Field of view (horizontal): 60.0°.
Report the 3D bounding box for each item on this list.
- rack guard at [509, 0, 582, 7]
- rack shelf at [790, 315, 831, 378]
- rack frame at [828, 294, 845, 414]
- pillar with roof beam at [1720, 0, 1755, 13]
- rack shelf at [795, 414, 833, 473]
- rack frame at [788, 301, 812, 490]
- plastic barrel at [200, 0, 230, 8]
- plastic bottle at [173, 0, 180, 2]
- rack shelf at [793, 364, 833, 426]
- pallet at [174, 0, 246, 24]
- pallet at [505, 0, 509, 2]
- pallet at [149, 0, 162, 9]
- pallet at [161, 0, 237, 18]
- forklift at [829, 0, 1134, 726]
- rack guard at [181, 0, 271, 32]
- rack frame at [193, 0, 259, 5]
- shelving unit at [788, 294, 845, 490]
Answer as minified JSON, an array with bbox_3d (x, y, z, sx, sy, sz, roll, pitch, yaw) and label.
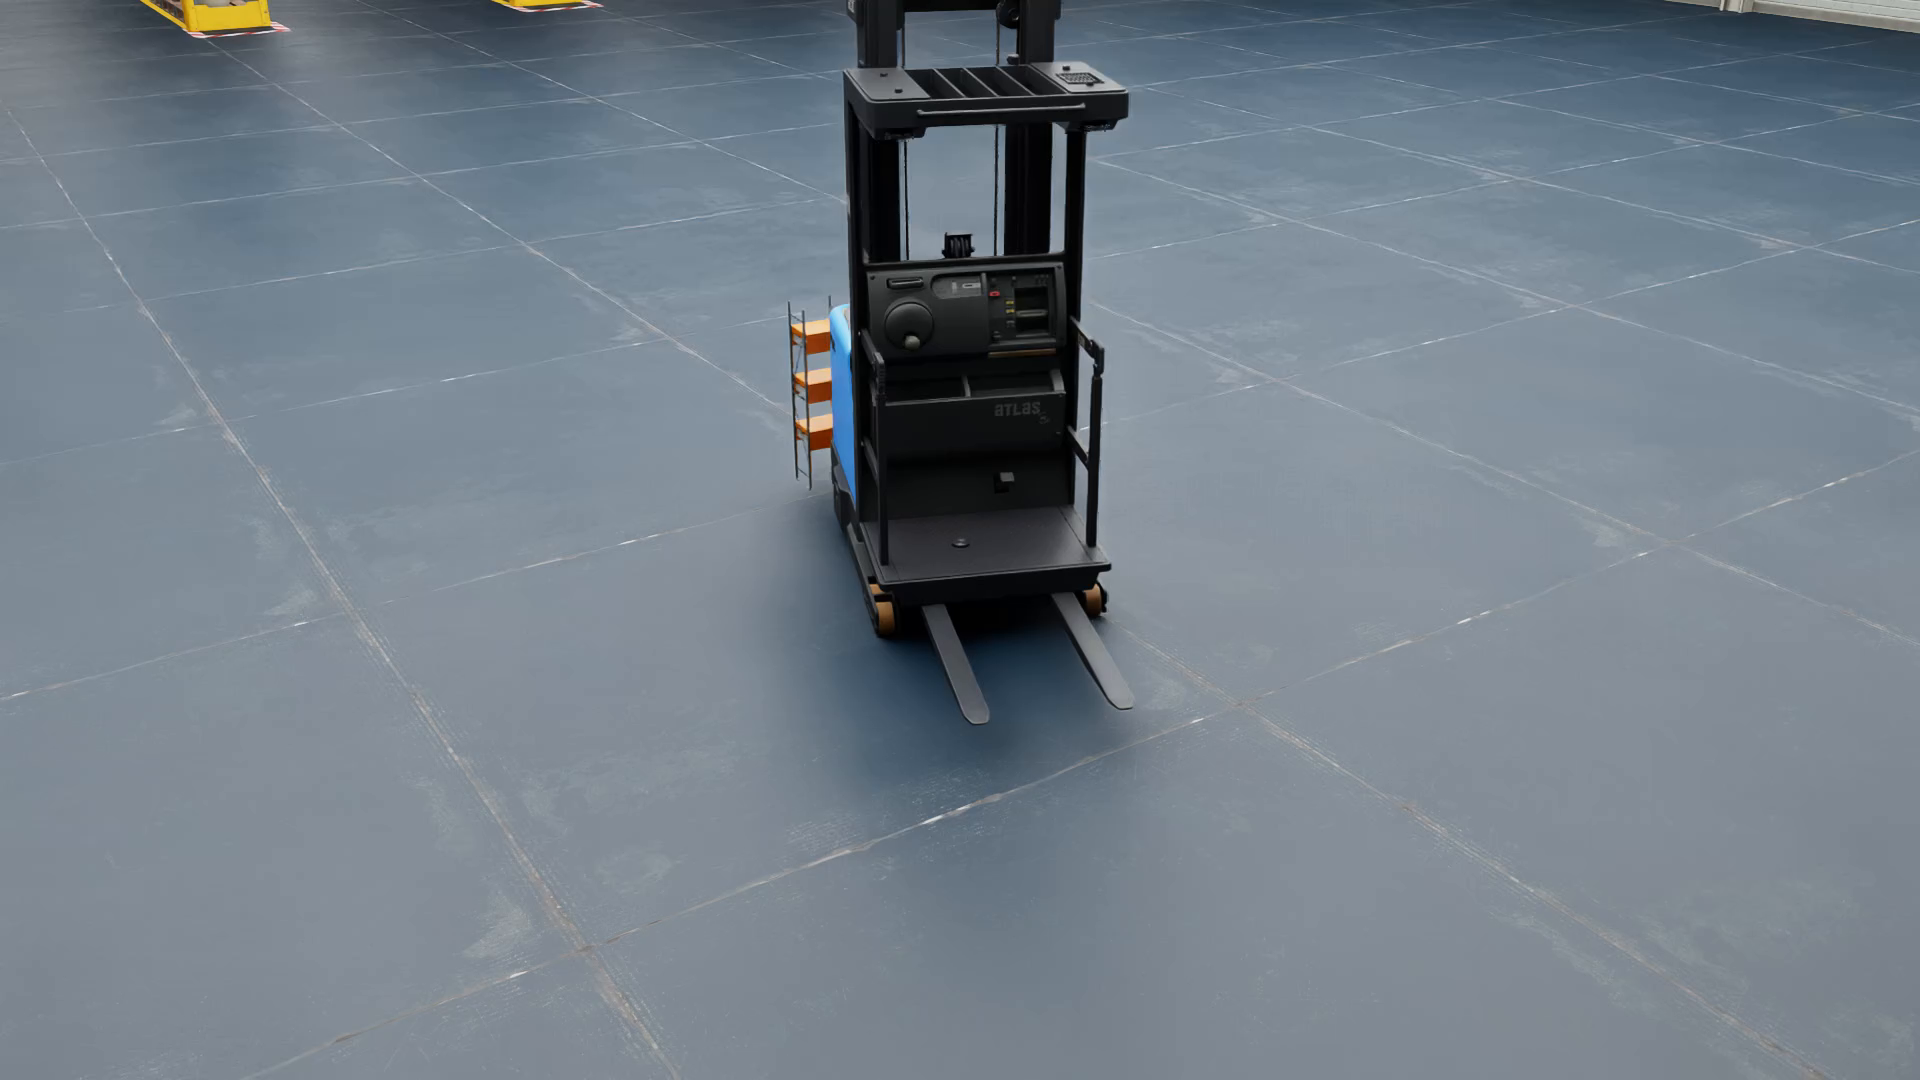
[{"bbox_3d":[-6.895,-9.164,27.577,1.175,0.500,0.348,-16,29,-30],"label":"rack guard"},{"bbox_3d":[-0.780,-1.064,9.133,0.240,0.259,0.215,-14,29,-27],"label":"rack shelf"},{"bbox_3d":[-0.674,-0.842,9.305,0.008,1.050,0.200,-14,29,-27],"label":"rack frame"},{"bbox_3d":[8.925,-11.612,22.806,9.100,9.000,0.400,-16,29,-30],"label":"pillar with roof beam"},{"bbox_3d":[-0.780,-0.556,9.373,0.240,0.259,0.215,-14,29,-27],"label":"rack shelf"},{"bbox_3d":[-0.885,-0.791,9.195,0.008,1.050,0.200,-14,29,-27],"label":"rack frame"},{"bbox_3d":[-11.427,-8.396,25.443,0.421,0.512,0.421,0,25,0],"label":"plastic barrel"},{"bbox_3d":[-12.373,-8.601,26.219,0.097,0.201,0.097,0,25,0],"label":"plastic bottle"},{"bbox_3d":[-0.780,-0.807,9.254,0.240,0.259,0.215,-14,29,-27],"label":"rack shelf"},{"bbox_3d":[-11.523,-8.160,25.788,1.003,0.211,1.213,-16,29,-30],"label":"pallet"},{"bbox_3d":[-7.309,-9.332,28.272,1.003,0.211,1.213,-16,29,-30],"label":"pallet"},{"bbox_3d":[-12.855,-9.033,27.637,1.003,0.211,1.213,-16,29,-30],"label":"pallet"},{"bbox_3d":[-12.185,-8.596,26.712,1.003,0.211,1.213,-16,29,-30],"label":"pallet"},{"bbox_3d":[0.080,-1.046,7.533,1.130,2.935,3.031,-5,26,-10],"label":"forklift"},{"bbox_3d":[-11.084,-7.999,25.109,1.175,0.500,0.348,-16,29,-30],"label":"rack guard"},{"bbox_3d":[-11.003,-9.113,24.541,1.000,3.000,0.127,-16,29,-30],"label":"rack frame"},{"bbox_3d":[-0.780,-0.816,9.250,0.252,1.050,0.215,-14,29,-27],"label":"shelving unit"}]
